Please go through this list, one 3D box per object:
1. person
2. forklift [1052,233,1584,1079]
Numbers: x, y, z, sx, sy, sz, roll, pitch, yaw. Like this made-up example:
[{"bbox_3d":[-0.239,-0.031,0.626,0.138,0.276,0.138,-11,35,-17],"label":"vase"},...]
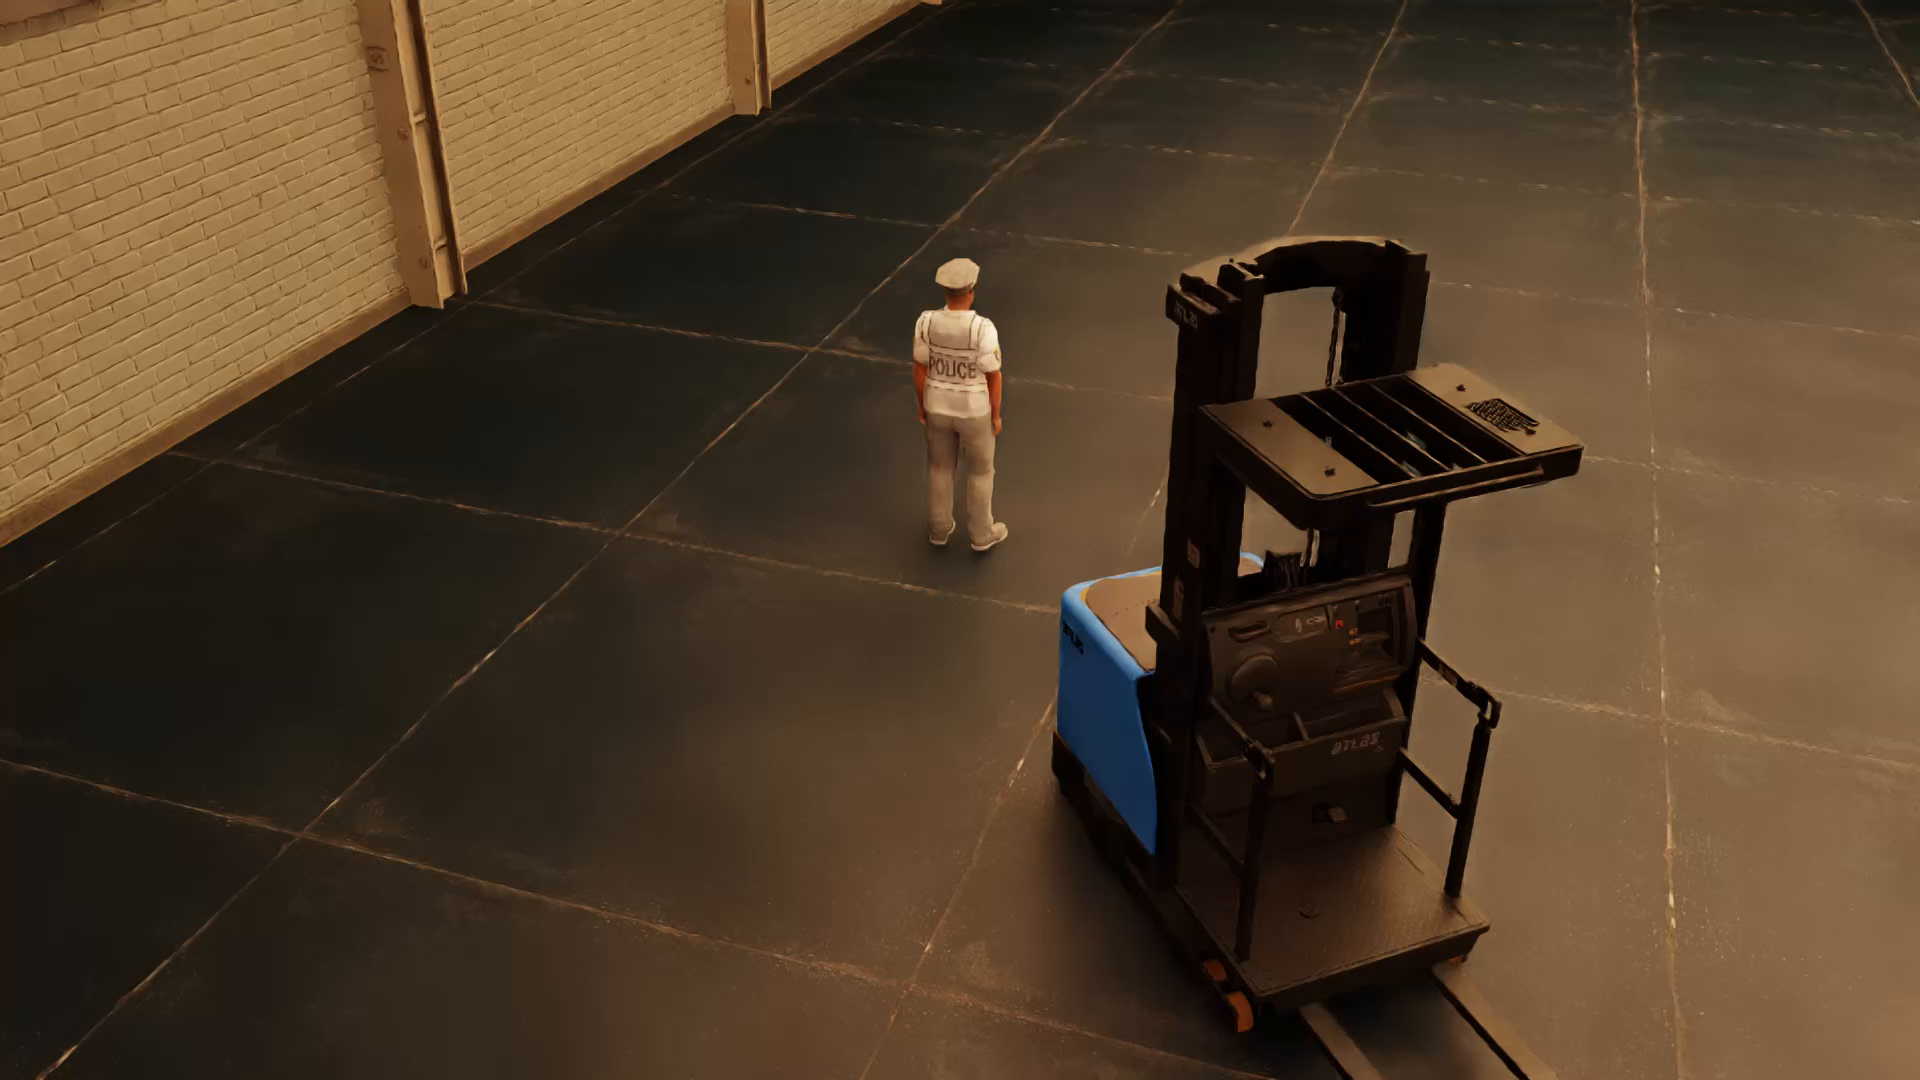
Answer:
[{"bbox_3d":[0.005,-0.777,9.671,0.523,1.773,0.396,10,31,16],"label":"person"},{"bbox_3d":[1.460,0.458,6.334,1.130,2.935,3.031,-11,32,-19],"label":"forklift"}]
